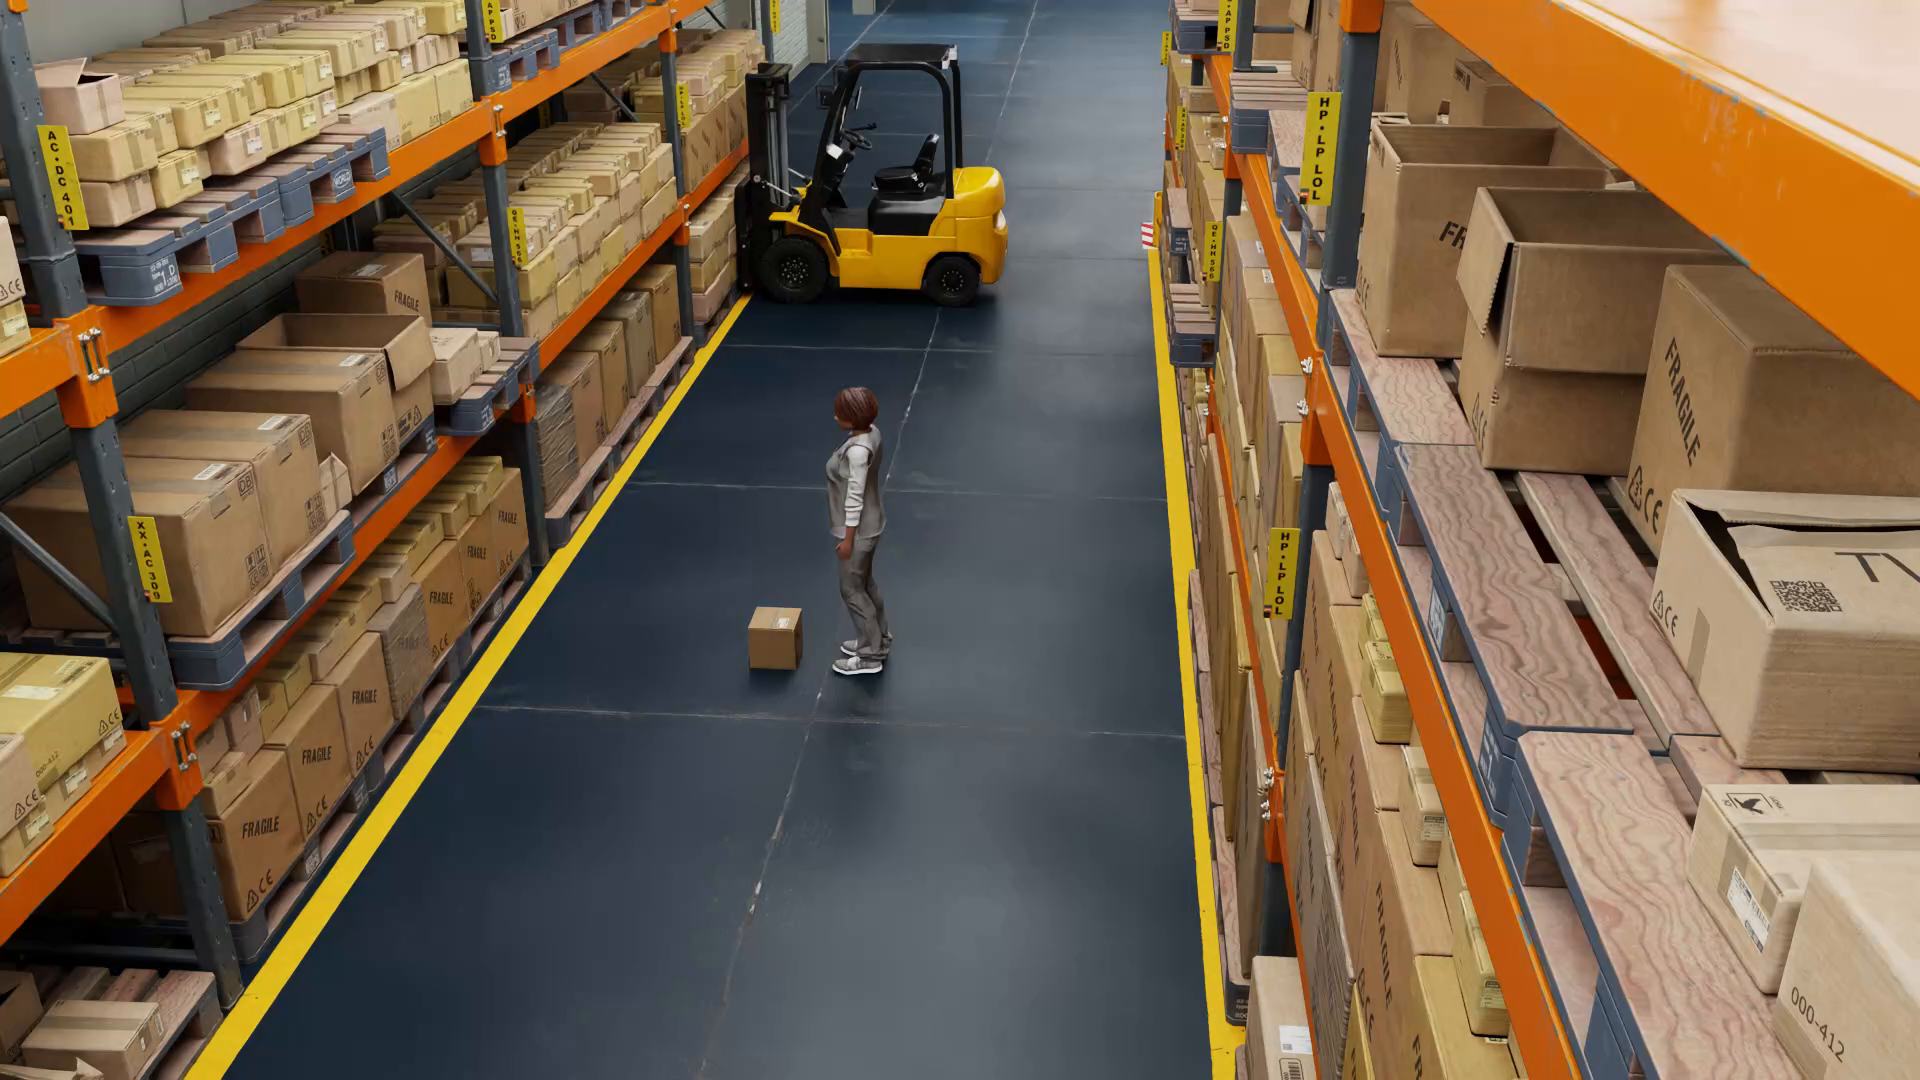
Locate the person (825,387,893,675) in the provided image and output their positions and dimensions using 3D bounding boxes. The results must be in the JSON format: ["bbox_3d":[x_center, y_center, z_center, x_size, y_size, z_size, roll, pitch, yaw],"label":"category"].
[{"bbox_3d":[-0.532,-0.024,8.735,0.309,1.545,0.406,2,25,5],"label":"person"}]
